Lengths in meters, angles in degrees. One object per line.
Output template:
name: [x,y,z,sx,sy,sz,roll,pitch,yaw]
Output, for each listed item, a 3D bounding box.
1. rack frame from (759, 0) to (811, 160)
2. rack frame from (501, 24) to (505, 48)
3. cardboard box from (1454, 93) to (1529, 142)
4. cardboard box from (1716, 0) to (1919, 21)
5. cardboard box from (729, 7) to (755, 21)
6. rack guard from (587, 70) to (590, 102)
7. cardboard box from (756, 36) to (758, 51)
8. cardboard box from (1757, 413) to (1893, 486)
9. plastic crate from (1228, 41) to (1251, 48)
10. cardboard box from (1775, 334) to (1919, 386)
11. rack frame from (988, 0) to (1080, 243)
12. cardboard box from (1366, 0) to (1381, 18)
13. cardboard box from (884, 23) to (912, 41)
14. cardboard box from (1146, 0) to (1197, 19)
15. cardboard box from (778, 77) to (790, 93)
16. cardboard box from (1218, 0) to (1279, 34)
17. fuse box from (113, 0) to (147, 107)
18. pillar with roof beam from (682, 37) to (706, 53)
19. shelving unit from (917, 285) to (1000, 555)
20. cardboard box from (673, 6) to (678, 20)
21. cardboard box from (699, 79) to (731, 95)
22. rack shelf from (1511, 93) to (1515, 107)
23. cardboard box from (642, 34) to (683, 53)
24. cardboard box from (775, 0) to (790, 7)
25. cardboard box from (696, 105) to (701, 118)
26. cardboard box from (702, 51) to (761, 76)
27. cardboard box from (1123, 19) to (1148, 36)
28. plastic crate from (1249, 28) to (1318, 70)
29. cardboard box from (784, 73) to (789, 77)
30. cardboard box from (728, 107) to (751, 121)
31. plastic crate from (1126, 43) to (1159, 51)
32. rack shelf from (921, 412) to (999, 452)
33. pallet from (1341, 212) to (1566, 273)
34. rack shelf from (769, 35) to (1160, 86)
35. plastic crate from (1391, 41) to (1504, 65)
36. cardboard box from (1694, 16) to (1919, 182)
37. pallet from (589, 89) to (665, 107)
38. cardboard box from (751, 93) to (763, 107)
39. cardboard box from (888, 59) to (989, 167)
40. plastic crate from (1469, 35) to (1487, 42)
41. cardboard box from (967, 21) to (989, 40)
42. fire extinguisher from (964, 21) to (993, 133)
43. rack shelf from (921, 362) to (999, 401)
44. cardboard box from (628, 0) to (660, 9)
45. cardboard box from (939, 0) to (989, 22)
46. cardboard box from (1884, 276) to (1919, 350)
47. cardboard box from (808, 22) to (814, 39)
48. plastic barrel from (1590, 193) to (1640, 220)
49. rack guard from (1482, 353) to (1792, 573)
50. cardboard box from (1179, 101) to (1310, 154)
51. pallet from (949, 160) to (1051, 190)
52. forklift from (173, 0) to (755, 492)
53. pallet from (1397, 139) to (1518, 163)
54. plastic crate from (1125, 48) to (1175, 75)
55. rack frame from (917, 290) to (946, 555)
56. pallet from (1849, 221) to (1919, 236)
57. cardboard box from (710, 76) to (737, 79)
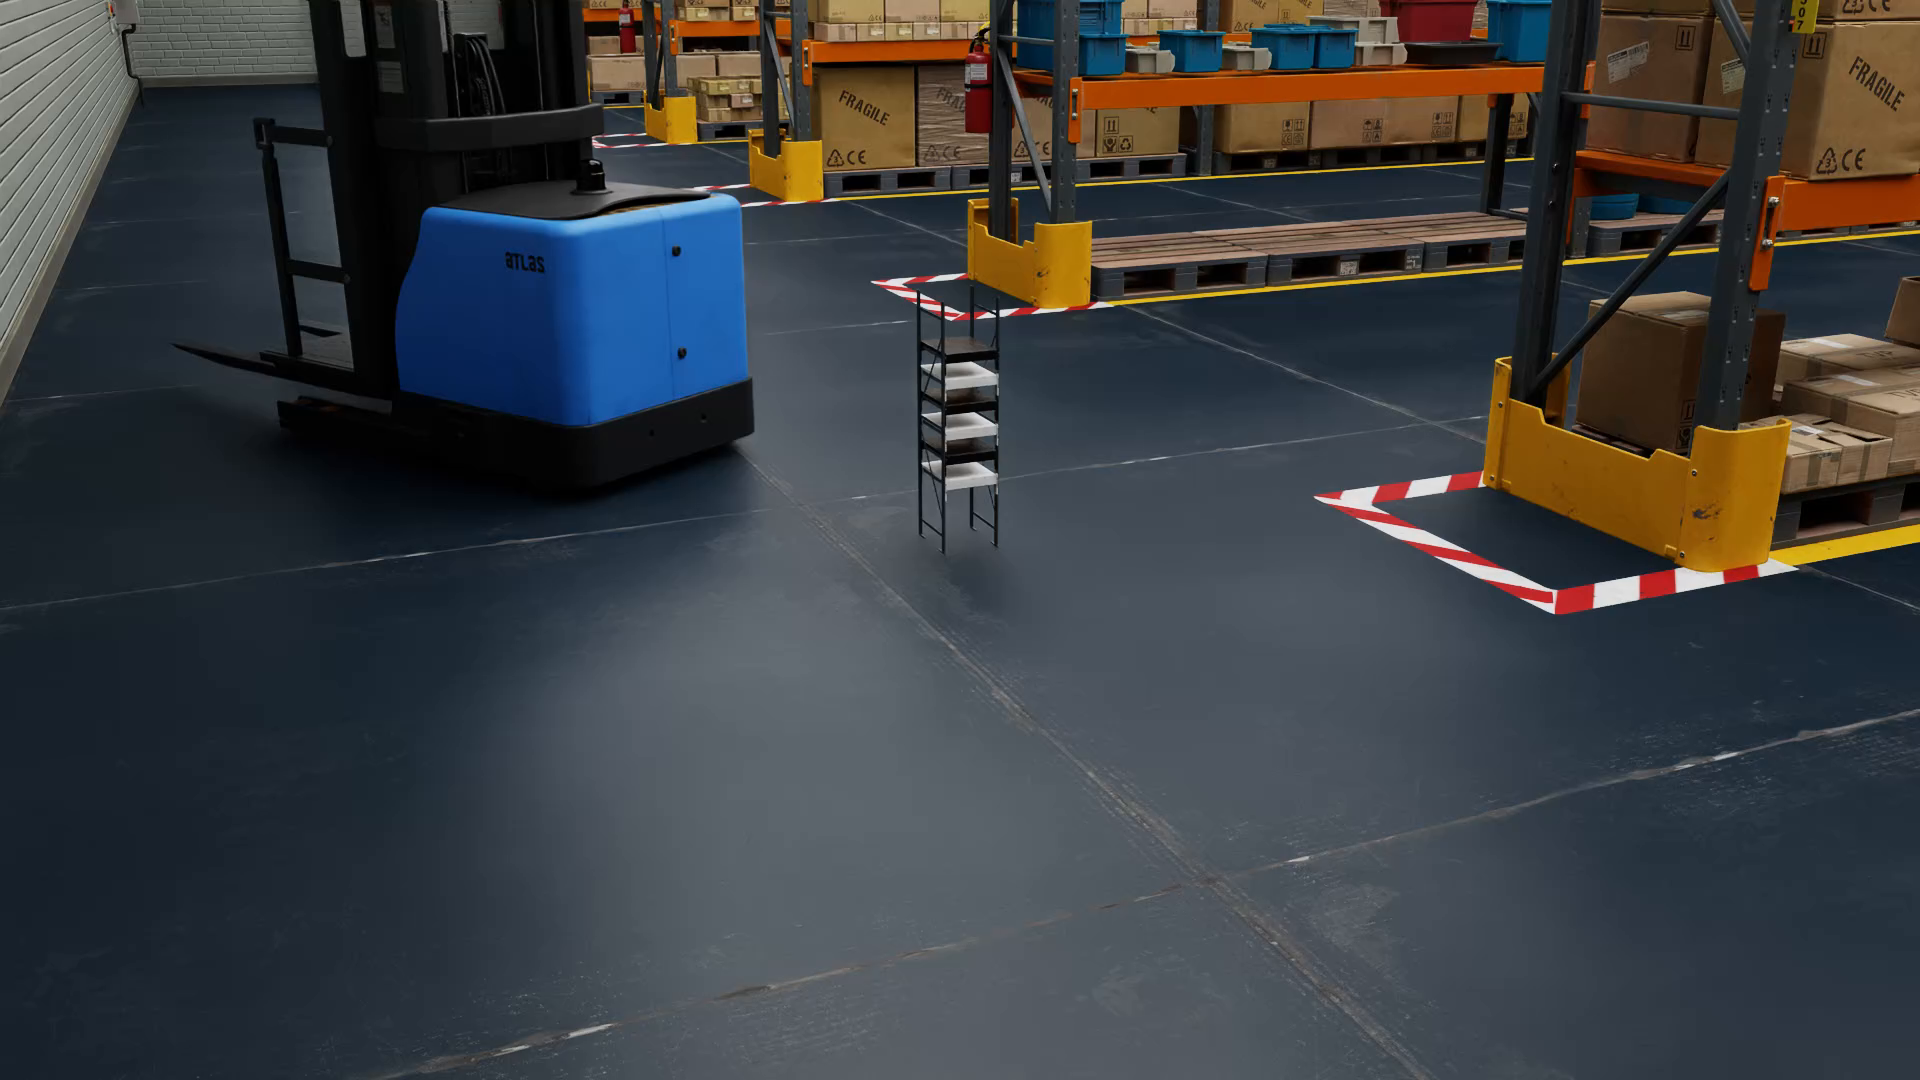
rack frame: [-1.526,-4.508,14.308,0.127,3.000,1.000,-8,21,-22]
rack frame: [-7.421,-9.043,27.188,0.127,3.000,1.000,-8,21,-22]
cardboard box: [5.178,-4.672,17.340,0.875,0.875,1.225,-9,21,-24]
cardboard box: [2.906,-1.983,5.481,0.500,0.500,0.500,-7,21,-20]
cardboard box: [-2.485,-5.923,18.705,0.250,0.149,0.380,-9,21,-23]
rack guard: [-5.473,-6.347,23.297,0.348,0.500,1.175,-8,21,-22]
cardboard box: [-3.414,-8.743,29.468,0.500,0.500,0.500,-8,21,-22]
cardboard box: [3.145,-0.341,6.076,0.250,0.166,0.380,-8,21,-22]
plastic crate: [1.895,-3.186,10.861,0.250,0.136,0.298,-8,21,-22]
cardboard box: [3.680,-0.659,6.856,0.500,0.250,0.500,-8,21,-22]
rack frame: [0.436,-2.997,10.018,0.127,3.000,1.000,-8,21,-22]
cardboard box: [4.061,-5.267,16.314,0.500,0.500,0.500,-8,21,-21]
cardboard box: [-0.599,-4.403,14.389,0.250,0.149,0.380,-9,21,-23]
cardboard box: [1.845,-4.965,15.385,0.500,0.250,0.500,-9,21,-23]
cardboard box: [-2.100,-5.258,19.202,0.250,0.149,0.380,-9,21,-25]
cardboard box: [2.668,-5.065,15.741,0.500,0.500,0.500,-8,21,-22]
fuse box: [-11.318,-6.833,22.852,0.414,1.711,0.539,-8,21,-22]
pillar with roof beam: [-3.039,-11.269,24.478,0.400,9.000,9.100,-8,21,-22]
shelving unit: [-0.007,-0.423,5.870,0.210,0.900,0.258,-8,21,-22]
cardboard box: [-3.210,-6.044,19.050,0.250,0.149,0.380,-8,21,-22]
cardboard box: [-2.782,-5.133,18.848,0.250,0.149,0.380,-9,21,-24]
rack shelf: [5.945,-3.447,12.379,4.000,0.370,1.077,-8,21,-22]
cardboard box: [-5.068,-8.351,28.354,0.500,0.500,0.700,-9,21,-24]
cardboard box: [-1.940,-6.335,18.898,0.500,0.500,0.500,-8,21,-21]
cardboard box: [-2.997,-5.020,19.422,0.250,0.149,0.380,-8,21,-21]
cardboard box: [-3.219,-6.878,24.264,0.875,0.438,0.875,-9,21,-24]
cardboard box: [1.525,-4.708,15.254,0.250,0.149,0.380,-9,21,-23]
plastic crate: [2.002,-3.052,10.335,0.300,0.233,0.416,-8,21,-22]
cardboard box: [-2.084,-5.470,19.805,0.250,0.149,0.380,-7,21,-20]
cardboard box: [-2.582,-4.918,19.132,0.250,0.149,0.380,-8,21,-22]
plastic crate: [1.113,-3.064,10.513,0.243,0.136,0.396,-8,21,-22]
rack shelf: [-0.007,-0.392,5.881,0.200,0.077,0.258,-8,21,-22]
pallet: [3.449,-2.100,11.667,1.213,0.211,1.003,-8,21,-22]
rack shelf: [0.310,-4.431,15.174,4.000,0.370,1.077,-8,21,-22]
plastic crate: [3.187,-3.193,10.897,0.590,0.125,0.437,-8,21,-22]
cardboard box: [2.906,-1.511,5.647,0.500,0.500,0.500,-8,21,-21]
pallet: [-4.748,-6.343,23.720,1.213,0.211,1.003,-8,21,-22]
cardboard box: [-2.352,-5.096,19.190,0.250,0.149,0.380,-8,21,-21]
cardboard box: [-0.135,-3.932,15.239,0.875,0.875,0.875,-8,21,-22]
plastic crate: [3.625,-3.410,11.496,0.243,0.136,0.396,-8,21,-22]
cardboard box: [0.110,-4.505,14.679,0.250,0.149,0.380,-8,21,-23]
fire extinguisher: [0.117,-2.904,10.430,0.183,0.674,0.296,-8,21,-22]
rack shelf: [-0.007,-0.562,5.821,0.200,0.077,0.258,-8,21,-22]
cardboard box: [-4.444,-7.627,23.018,0.500,0.500,0.500,-8,21,-23]
cardboard box: [-0.041,-4.693,14.613,0.500,0.250,0.500,-9,21,-24]
cardboard box: [4.344,-0.794,6.856,0.637,0.503,0.797,-8,21,-22]
cardboard box: [-1.330,-4.536,14.768,0.250,0.149,0.380,-8,21,-21]
plastic barrel: [4.615,-2.798,11.980,0.708,0.901,0.600,-8,21,-22]
rack guard: [2.464,-0.317,6.170,0.348,0.500,1.175,-8,21,-22]
cardboard box: [2.726,-4.320,16.342,0.875,0.875,1.225,-8,21,-22]
pallet: [0.296,-3.481,15.590,1.213,0.211,1.003,-8,21,-22]
forklift: [-2.383,-1.930,7.090,3.031,2.935,1.130,13,23,32]
pallet: [5.066,-4.164,17.530,1.213,0.211,1.003,-8,21,-22]
plastic crate: [1.120,-2.850,9.907,0.298,0.136,0.250,-8,21,-22]
rack frame: [-0.101,-0.410,5.832,0.006,0.900,0.240,-8,21,-22]
pallet: [7.074,-2.618,13.139,1.213,0.211,1.003,-8,21,-22]
cardboard box: [-2.759,-5.330,19.408,0.250,0.149,0.380,-8,21,-21]
